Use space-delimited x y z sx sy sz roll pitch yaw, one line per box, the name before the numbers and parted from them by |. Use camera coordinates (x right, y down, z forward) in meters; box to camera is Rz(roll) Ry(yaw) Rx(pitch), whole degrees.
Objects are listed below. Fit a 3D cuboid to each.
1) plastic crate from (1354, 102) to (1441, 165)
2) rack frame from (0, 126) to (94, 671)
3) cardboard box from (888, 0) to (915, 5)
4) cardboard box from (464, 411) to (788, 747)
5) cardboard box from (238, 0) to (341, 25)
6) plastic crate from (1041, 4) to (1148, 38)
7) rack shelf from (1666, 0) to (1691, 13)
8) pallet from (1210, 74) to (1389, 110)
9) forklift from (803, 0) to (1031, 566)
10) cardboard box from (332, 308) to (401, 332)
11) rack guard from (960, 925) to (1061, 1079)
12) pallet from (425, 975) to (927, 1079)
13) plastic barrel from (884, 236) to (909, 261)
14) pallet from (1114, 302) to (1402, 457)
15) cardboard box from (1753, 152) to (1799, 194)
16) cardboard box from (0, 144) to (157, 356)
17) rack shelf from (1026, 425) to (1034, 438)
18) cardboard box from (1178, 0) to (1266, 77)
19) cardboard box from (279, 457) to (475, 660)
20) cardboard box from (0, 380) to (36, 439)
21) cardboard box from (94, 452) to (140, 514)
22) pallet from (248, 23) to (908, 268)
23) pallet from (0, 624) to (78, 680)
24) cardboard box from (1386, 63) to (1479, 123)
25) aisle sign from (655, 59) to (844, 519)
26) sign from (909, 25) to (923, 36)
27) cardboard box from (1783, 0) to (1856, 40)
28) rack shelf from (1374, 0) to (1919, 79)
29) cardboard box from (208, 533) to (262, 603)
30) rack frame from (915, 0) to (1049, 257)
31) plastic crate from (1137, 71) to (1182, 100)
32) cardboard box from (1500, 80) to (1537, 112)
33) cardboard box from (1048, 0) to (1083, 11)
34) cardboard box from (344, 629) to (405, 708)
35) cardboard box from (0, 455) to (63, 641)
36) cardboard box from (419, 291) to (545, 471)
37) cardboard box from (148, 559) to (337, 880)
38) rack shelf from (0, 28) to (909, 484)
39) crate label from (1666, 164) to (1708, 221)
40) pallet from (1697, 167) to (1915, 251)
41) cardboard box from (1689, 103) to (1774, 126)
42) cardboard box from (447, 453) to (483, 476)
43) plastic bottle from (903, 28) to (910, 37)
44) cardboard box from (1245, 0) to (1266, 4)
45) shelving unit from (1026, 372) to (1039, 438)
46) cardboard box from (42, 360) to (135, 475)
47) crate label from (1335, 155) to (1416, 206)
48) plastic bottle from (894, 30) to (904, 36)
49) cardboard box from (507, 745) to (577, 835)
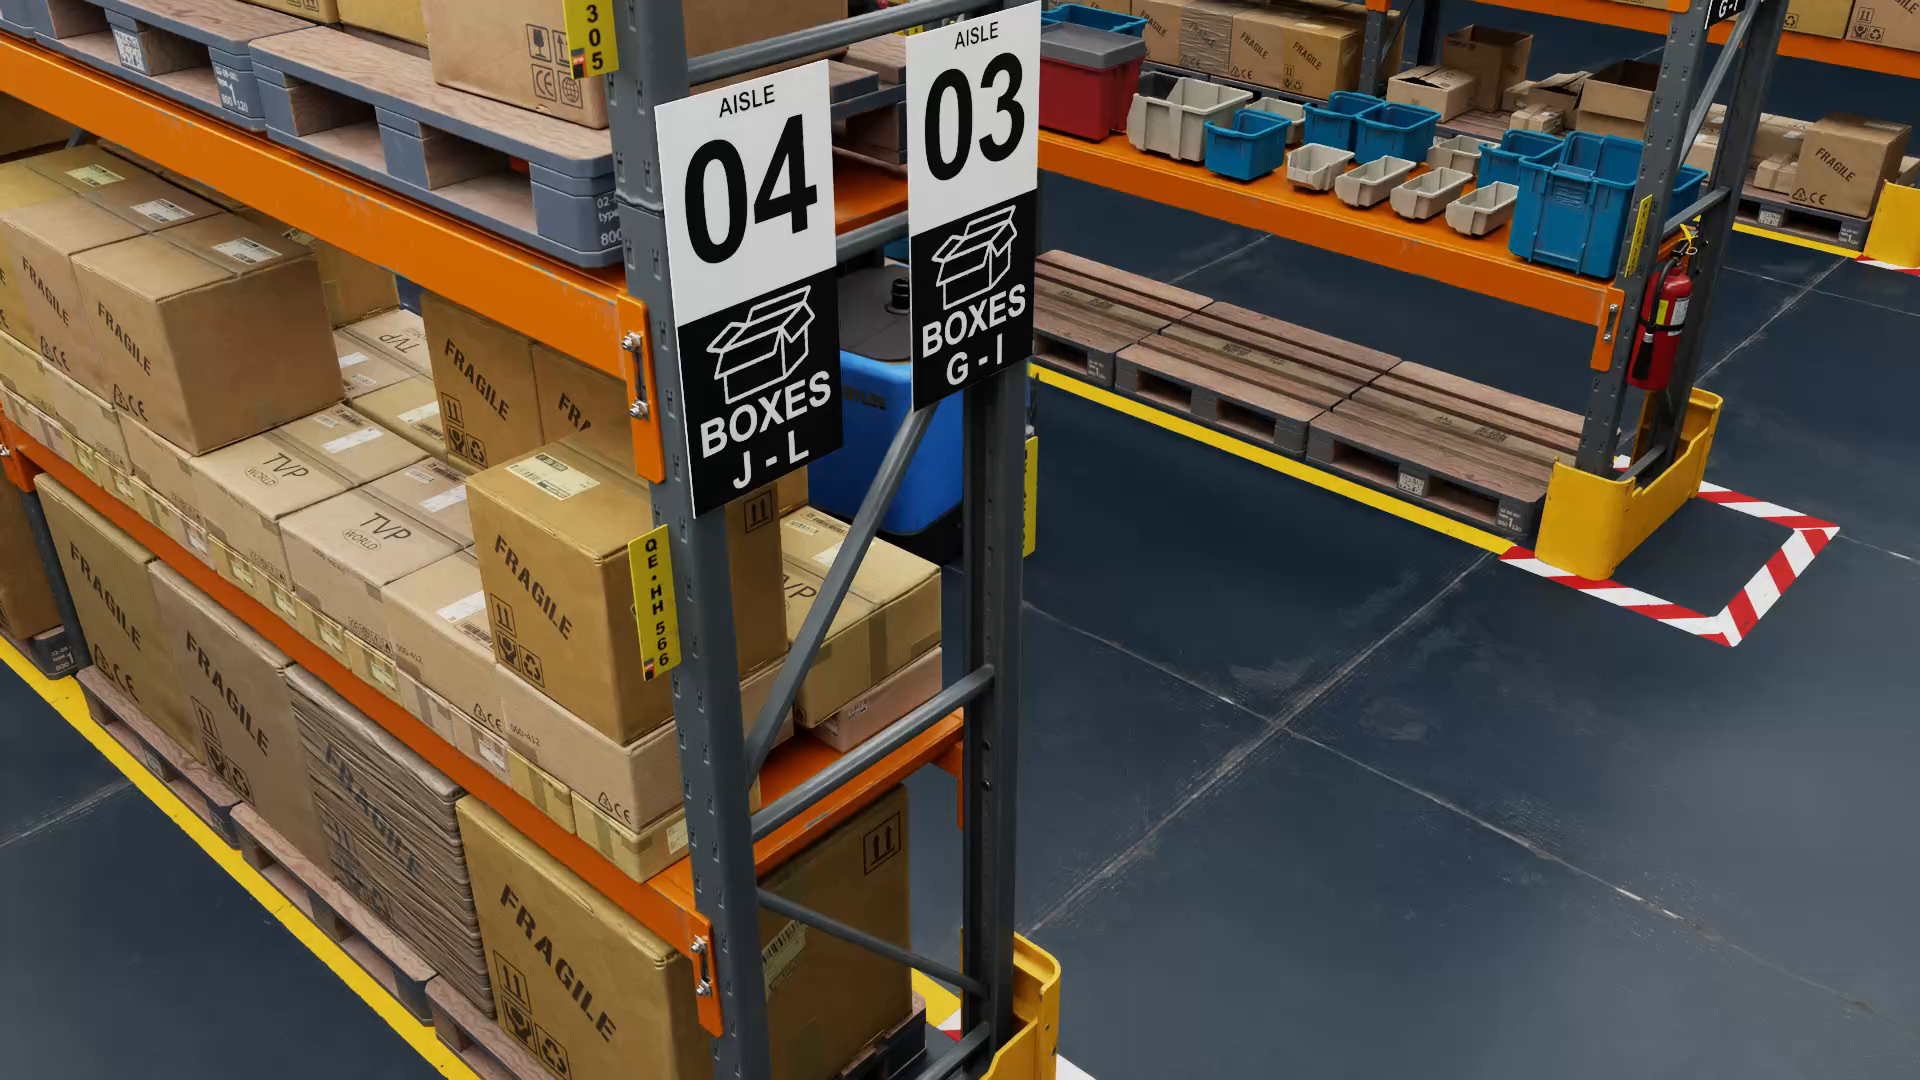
plastic crate | 2.162 -1.994 8.259 0.300 0.233 0.416 25 39 35
rack frame | -3.189 -0.864 6.276 0.127 3.000 1.000 25 39 35
cardboard box | -0.443 -5.303 15.909 0.500 0.250 0.500 25 39 35
cardboard box | -0.761 0.068 3.858 0.500 0.500 0.500 26 39 36
cardboard box | -1.397 -1.591 3.975 0.500 0.500 0.700 22 37 32
plastic crate | 0.710 -2.745 9.359 0.575 0.384 0.392 25 39 35
rack shelf | 1.617 -3.042 7.685 4.000 0.370 1.077 25 39 35
pallet | 2.833 -3.723 13.730 1.213 0.211 1.003 25 39 35
forklift | -1.164 -1.655 7.657 3.031 2.935 1.130 20 36 29
cardboard box | -2.300 -0.696 5.855 0.500 0.250 0.500 26 40 36
rack guard | -0.205 1.600 4.608 0.348 0.500 1.175 25 39 35
pallet | -0.869 1.469 5.106 1.213 0.211 1.003 25 39 35
plastic barrel | -0.257 -2.233 10.179 0.708 0.901 0.600 25 39 35
pallet | 1.615 -0.901 9.042 1.213 0.211 1.003 25 39 35
cardboard box | 5.619 -2.509 11.331 0.250 0.166 0.380 25 39 35
cardboard box | -3.005 -0.985 5.607 0.500 0.500 0.500 25 39 35
rack shelf | 0.189 -0.447 7.336 0.200 0.077 0.258 20 36 29
cardboard box | 2.171 -4.177 13.778 0.500 0.500 0.500 26 39 36
cardboard box | -1.514 0.039 4.633 0.500 0.250 0.500 24 38 34
cardboard box | -3.193 -0.526 5.960 0.250 0.149 0.380 25 39 35
cardboard box | -2.606 -0.254 5.508 0.250 0.149 0.380 24 38 34
pallet | -0.780 -0.979 3.646 1.213 0.211 1.003 25 39 35
pallet | -3.812 0.093 7.391 1.213 0.211 1.003 25 39 35
cardboard box | 3.627 -3.459 12.768 0.500 0.311 0.500 25 39 35
aisle sign | -0.371 -0.453 3.074 0.004 0.787 0.394 25 39 35
sign | -0.236 -2.667 9.003 0.005 0.325 0.100 25 39 35
cardboard box | 5.525 -3.538 10.622 0.500 0.500 0.500 25 39 35
rack shelf | 4.944 -3.650 11.602 4.000 0.370 1.077 25 39 35
cardboard box | -2.036 0.012 5.065 0.250 0.149 0.380 24 38 34
rack frame | 0.135 -2.758 9.422 0.127 3.000 1.000 25 39 35
plastic crate | 1.145 -2.381 9.005 0.590 0.125 0.437 25 39 35
cardboard box | 4.392 -3.422 12.864 0.250 0.149 0.380 25 39 35
cardboard box | 1.033 -4.707 14.657 0.500 0.500 0.500 23 38 33
cardboard box | -1.466 0.278 4.623 0.250 0.149 0.380 24 39 34
cardboard box | -3.677 -0.347 7.071 0.875 0.875 1.225 25 39 35
cardboard box | -1.157 -0.483 4.774 0.500 0.500 0.500 24 38 34
cardboard box | -2.086 0.437 5.768 0.875 0.875 0.875 25 39 35
rack shelf | -1.706 -1.148 4.538 4.000 0.370 1.077 25 39 35
crate label | 3.138 -1.539 7.502 0.303 0.233 0.416 25 39 35
pallet | 5.779 -2.373 11.488 1.213 0.211 1.003 25 39 35
cardboard box | 5.473 -2.919 11.931 0.500 0.250 0.500 25 39 35
cardboard box | -1.158 -0.165 4.972 0.500 0.250 0.500 24 38 34
plastic bottle | -0.294 -3.051 10.102 0.097 0.201 0.097 0 31 0
cardboard box | 2.498 -4.385 14.122 0.500 0.500 0.500 26 39 36
shelving unit | 0.189 -0.322 7.412 0.210 0.900 0.258 20 36 29
cardboard box | -2.651 -0.490 5.513 0.500 0.250 0.500 25 39 35
crate label | 1.946 -1.692 7.850 0.243 0.136 0.396 25 39 35
plastic bottle | -0.364 -3.189 10.332 0.097 0.201 0.097 0 31 0
cardboard box | -0.902 0.542 4.185 0.250 0.149 0.380 25 39 36
